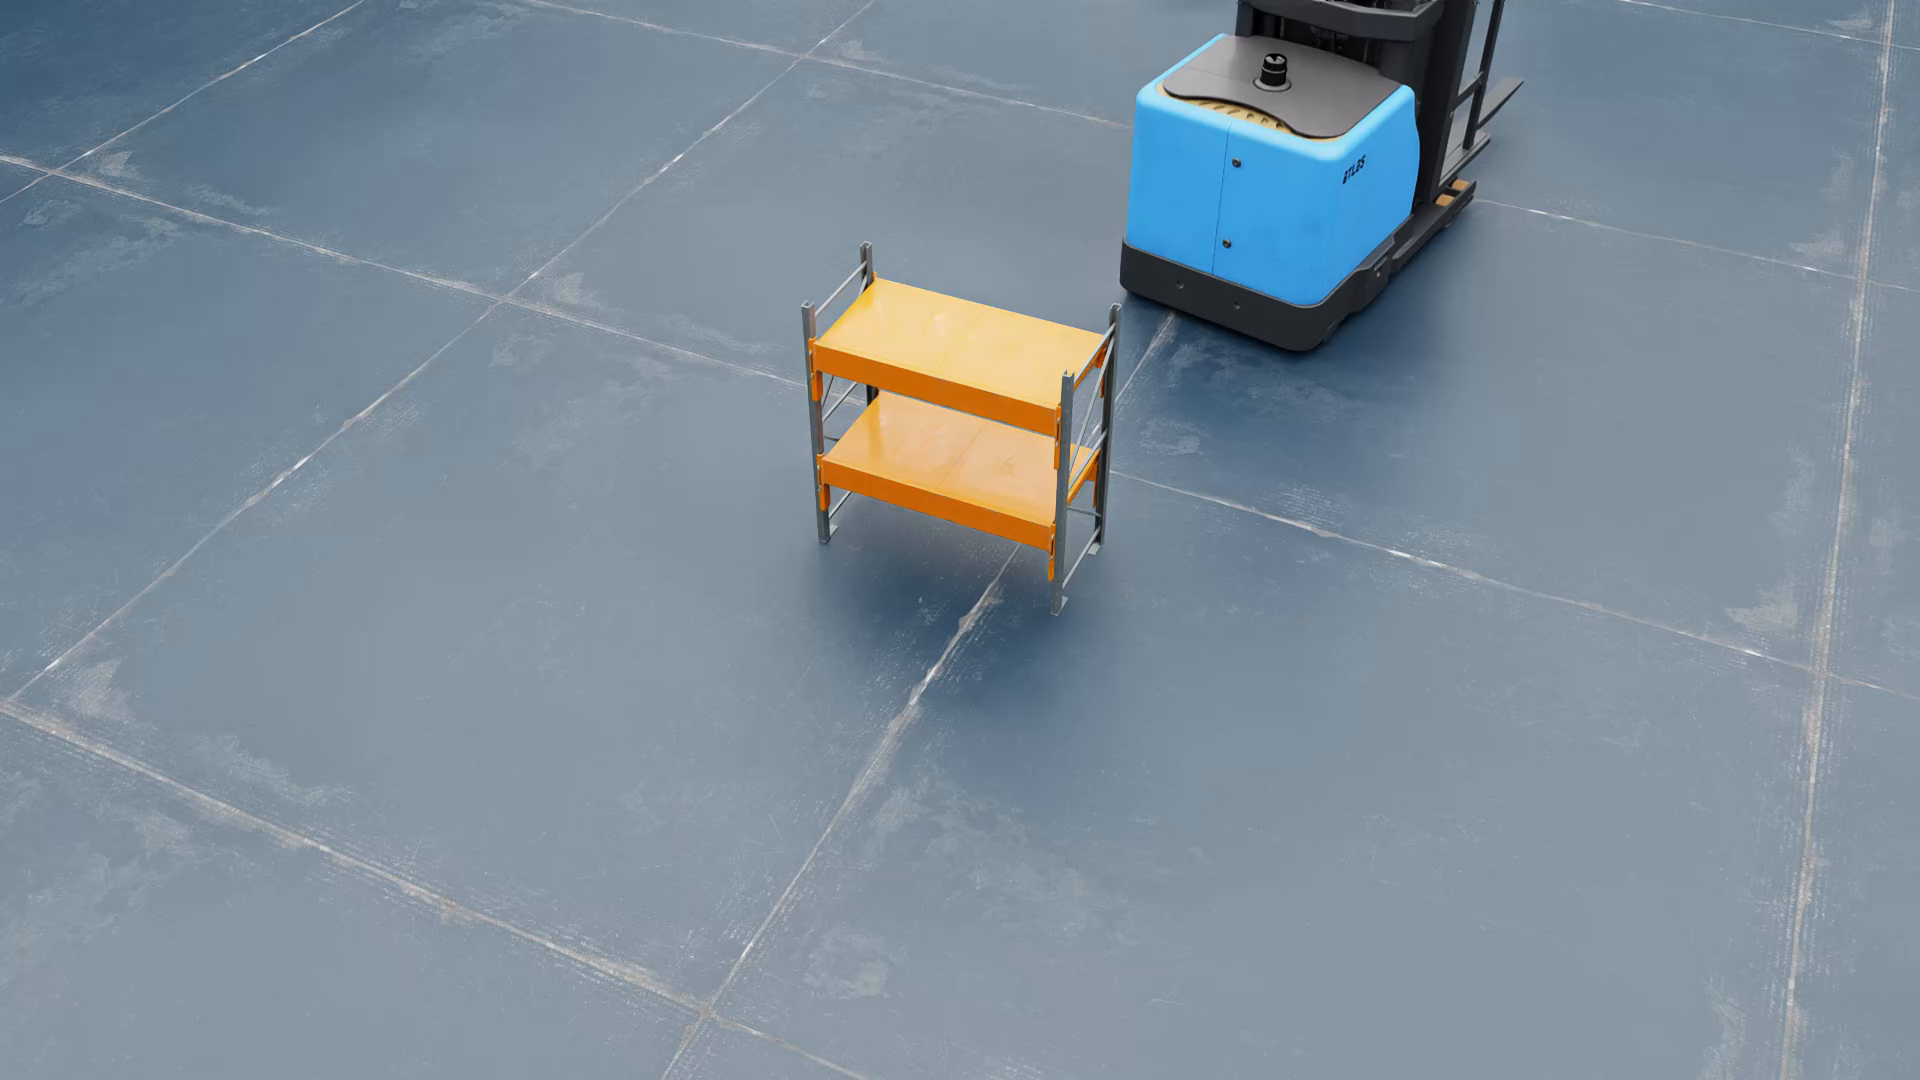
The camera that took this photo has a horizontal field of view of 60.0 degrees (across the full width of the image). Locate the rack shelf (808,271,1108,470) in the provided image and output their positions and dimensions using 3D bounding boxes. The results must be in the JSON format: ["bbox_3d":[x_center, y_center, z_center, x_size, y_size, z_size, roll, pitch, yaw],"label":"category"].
[{"bbox_3d":[0.006,-0.644,6.188,1.000,0.278,0.538,17,44,19],"label":"rack shelf"}]

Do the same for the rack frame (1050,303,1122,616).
[{"bbox_3d":[0.467,-0.282,6.217,0.032,1.125,0.500,17,44,19],"label":"rack frame"}]

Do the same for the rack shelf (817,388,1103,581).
[{"bbox_3d":[0.006,-0.238,6.540,1.000,0.278,0.538,17,44,19],"label":"rack shelf"}]

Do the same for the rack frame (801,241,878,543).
[{"bbox_3d":[-0.455,-0.564,6.542,0.032,1.125,0.500,17,44,19],"label":"rack frame"}]

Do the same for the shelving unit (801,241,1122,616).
[{"bbox_3d":[0.006,-0.423,6.379,1.048,1.125,0.538,17,44,19],"label":"shelving unit"}]

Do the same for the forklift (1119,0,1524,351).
[{"bbox_3d":[2.047,-2.897,7.855,1.130,2.935,3.031,25,47,26],"label":"forklift"}]
